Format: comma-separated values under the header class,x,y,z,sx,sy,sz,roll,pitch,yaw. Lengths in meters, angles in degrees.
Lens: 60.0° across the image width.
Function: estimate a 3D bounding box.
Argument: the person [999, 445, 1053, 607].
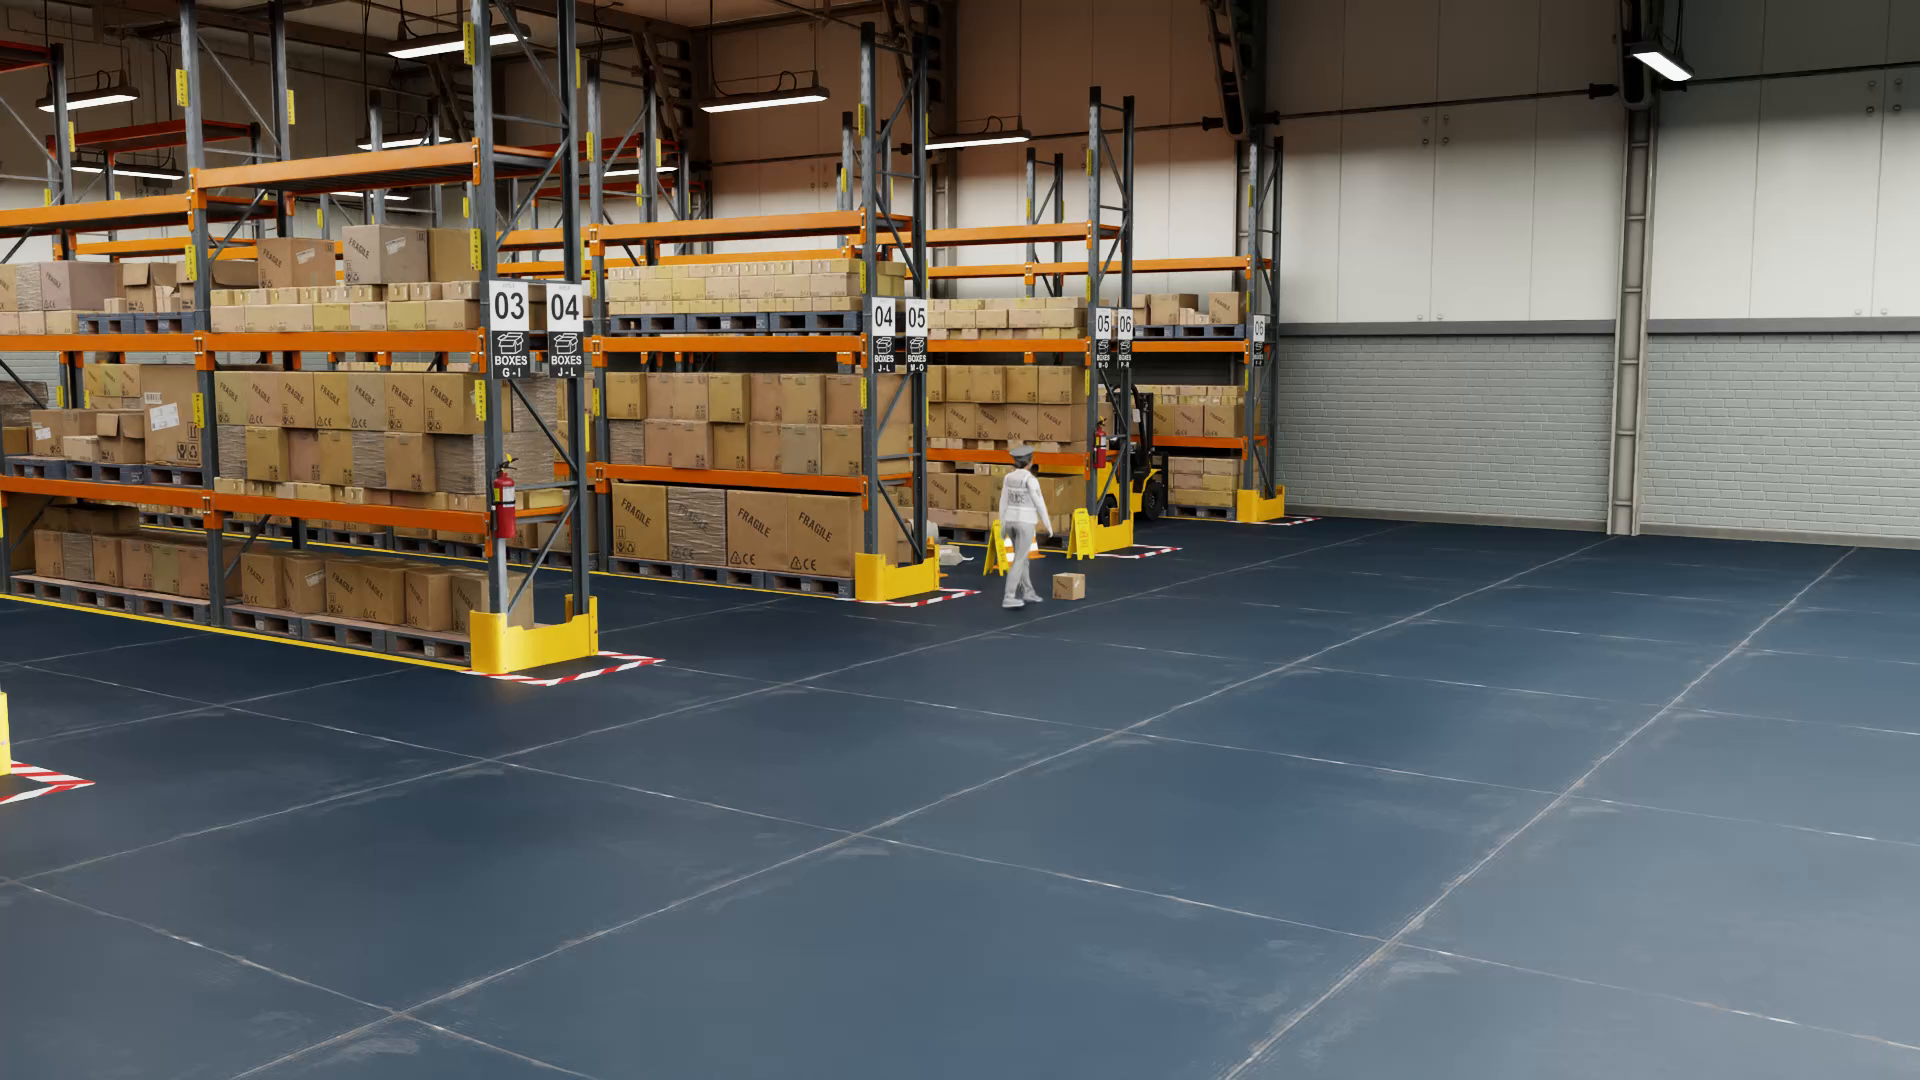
class,x,y,z,sx,sy,sz,roll,pitch,yaw
person,0.695,-0.141,17.195,0.744,1.685,0.525,-5,8,-40
